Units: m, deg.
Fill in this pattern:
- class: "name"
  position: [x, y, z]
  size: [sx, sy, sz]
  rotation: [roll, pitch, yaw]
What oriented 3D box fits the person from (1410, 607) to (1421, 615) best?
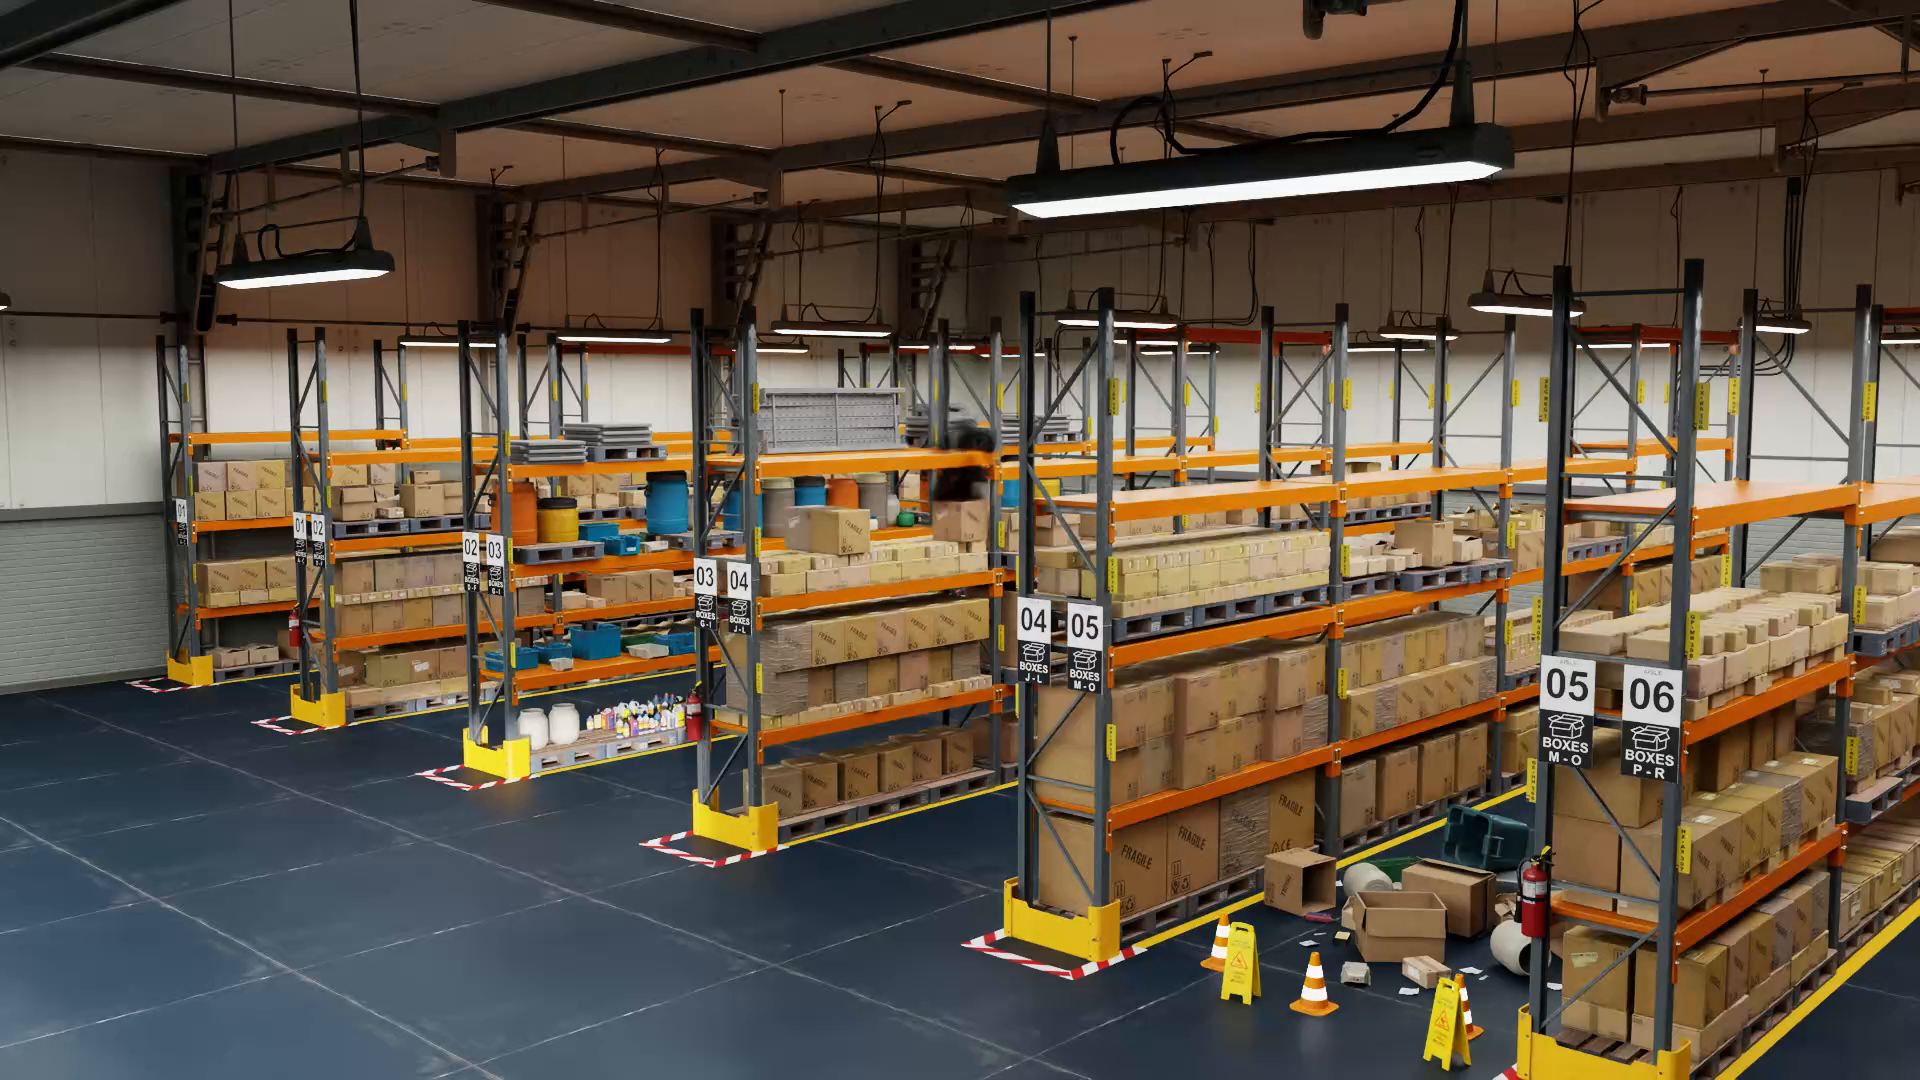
- class: "person"
  position: [7.277, 1.864, 26.652]
  size: [0.617, 1.604, 0.748]
  rotation: [4, 7, 38]
